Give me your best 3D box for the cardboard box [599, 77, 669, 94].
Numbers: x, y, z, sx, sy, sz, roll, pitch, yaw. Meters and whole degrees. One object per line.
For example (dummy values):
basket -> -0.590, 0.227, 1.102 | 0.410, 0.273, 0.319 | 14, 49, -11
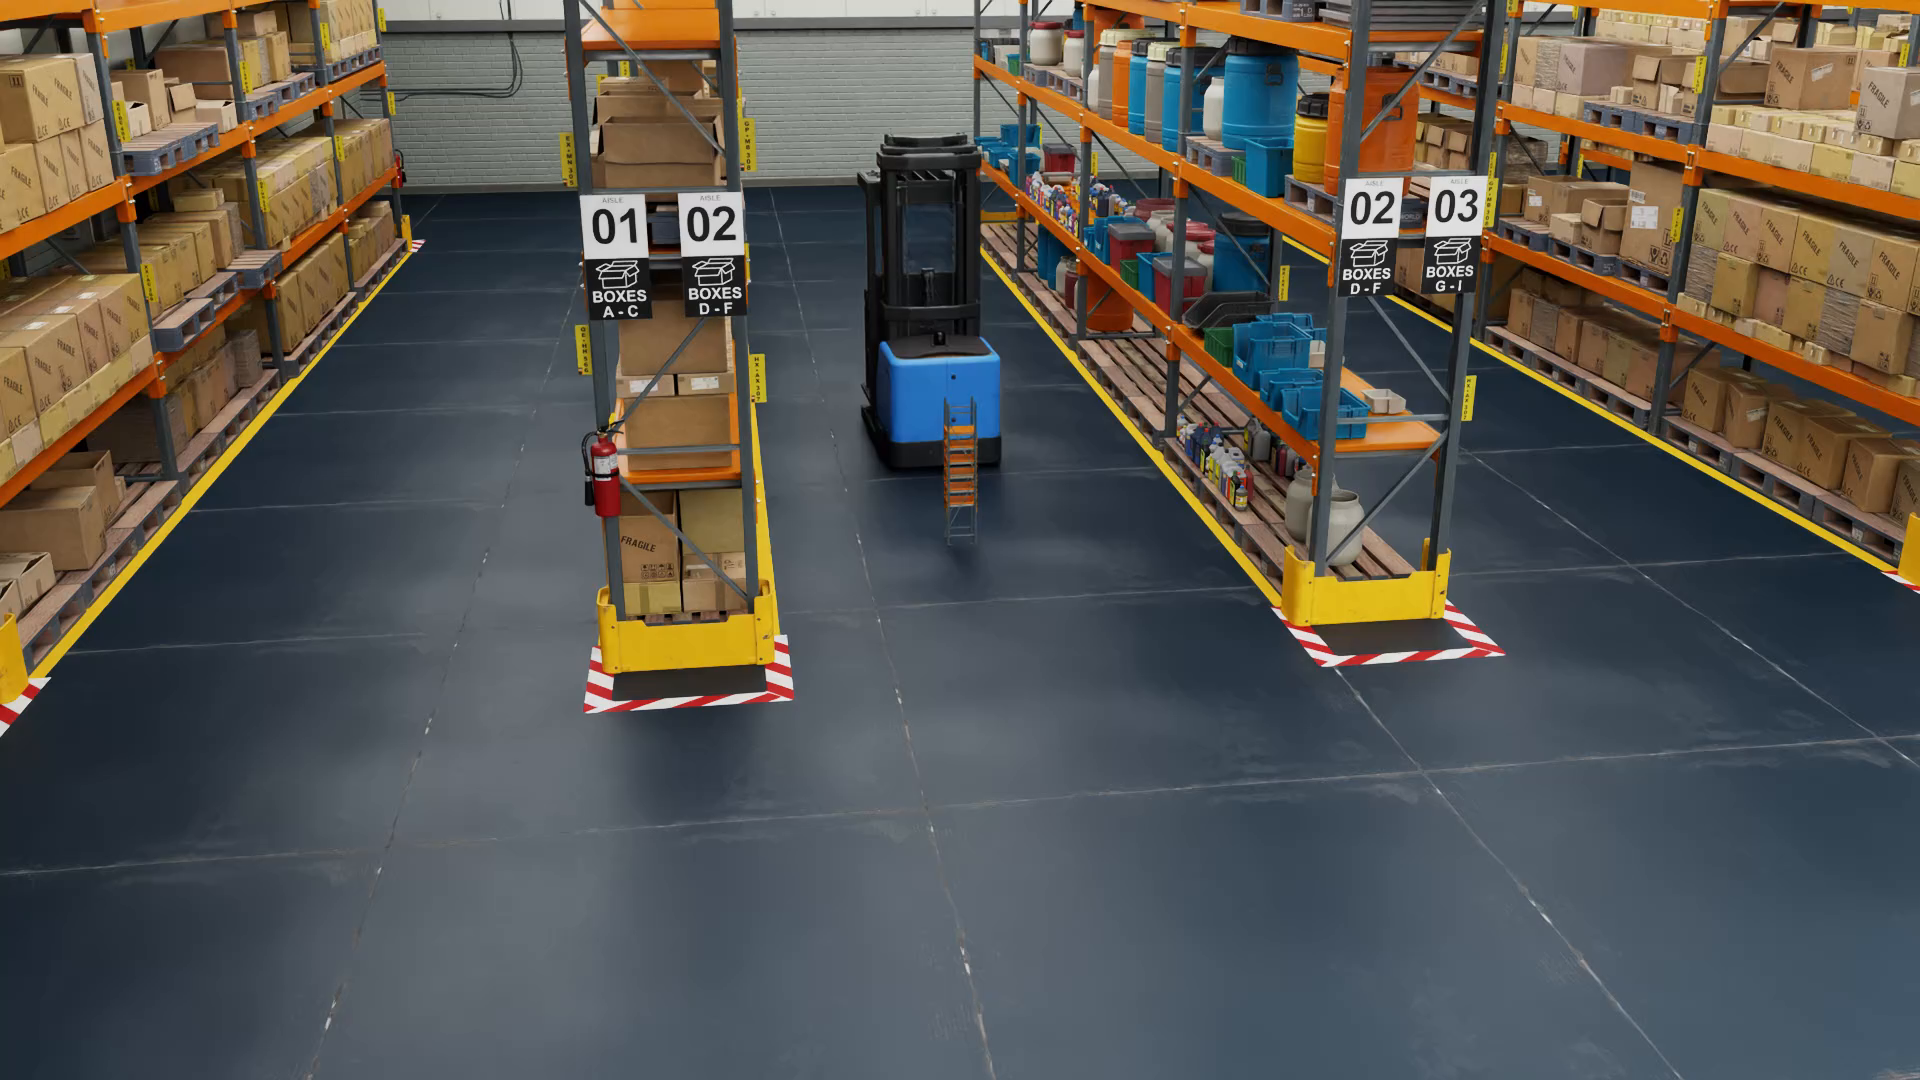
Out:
cardboard box -> -2.643, -3.504, 13.581 | 0.500, 0.500, 0.500 | -1, 21, -3

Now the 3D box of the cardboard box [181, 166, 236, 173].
cardboard box -> -8.326, -3.982, 18.422 | 0.500, 0.250, 0.500 | -4, 21, -10

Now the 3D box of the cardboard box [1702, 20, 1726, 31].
cardboard box -> 10.803, -7.312, 23.648 | 0.380, 0.149, 0.250 | -4, 21, -10

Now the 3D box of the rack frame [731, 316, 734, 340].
rack frame -> -2.454, -1.978, 14.724 | 1.000, 3.000, 0.127 | -3, 21, -8

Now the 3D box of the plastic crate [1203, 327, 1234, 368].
plastic crate -> 2.364, -1.643, 14.130 | 0.450, 0.188, 0.662 | -3, 21, -8

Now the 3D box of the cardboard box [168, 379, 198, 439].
cardboard box -> -7.603, -1.192, 15.565 | 0.700, 0.500, 0.500 | -3, 21, -9

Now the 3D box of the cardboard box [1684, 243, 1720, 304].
cardboard box -> 7.353, -2.503, 15.564 | 0.875, 0.500, 0.500 | -3, 21, -8

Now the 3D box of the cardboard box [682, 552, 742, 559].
cardboard box -> -1.811, 0.129, 12.414 | 0.500, 0.250, 0.500 | -3, 21, -8

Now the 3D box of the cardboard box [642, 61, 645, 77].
cardboard box -> -2.609, -4.272, 15.123 | 0.500, 0.500, 0.500 | -1, 21, -3

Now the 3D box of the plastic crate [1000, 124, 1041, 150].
plastic crate -> 0.951, -6.319, 26.212 | 0.616, 0.435, 0.499 | -3, 21, -8

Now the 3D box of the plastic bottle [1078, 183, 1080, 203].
plastic bottle -> 1.635, -4.600, 21.816 | 0.144, 0.351, 0.185 | -3, 21, -8

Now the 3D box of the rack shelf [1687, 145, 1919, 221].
rack shelf -> 7.637, -2.852, 13.806 | 1.077, 0.370, 4.000 | -3, 21, -8

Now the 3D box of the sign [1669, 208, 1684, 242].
sign -> 6.800, -2.989, 15.778 | 0.100, 0.325, 0.005 | -3, 21, -8

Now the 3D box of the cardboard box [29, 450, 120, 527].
cardboard box -> -7.167, -0.404, 13.456 | 0.500, 0.500, 0.500 | -4, 21, -12

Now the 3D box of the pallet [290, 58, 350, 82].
pallet -> -8.617, -6.144, 21.719 | 1.003, 0.211, 1.213 | -3, 21, -8

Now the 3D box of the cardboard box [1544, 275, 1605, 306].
cardboard box -> 6.985, -2.834, 18.888 | 0.500, 0.250, 0.500 | -1, 20, -2

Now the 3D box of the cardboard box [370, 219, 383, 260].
cardboard box -> -8.740, -4.322, 23.975 | 0.700, 0.500, 0.500 | -4, 21, -10

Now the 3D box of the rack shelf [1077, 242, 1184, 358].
rack shelf -> 2.159, -2.582, 17.370 | 1.077, 0.370, 4.000 | -3, 21, -8

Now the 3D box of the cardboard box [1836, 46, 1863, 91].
cardboard box -> 11.276, -5.886, 20.757 | 0.500, 0.500, 0.500 | -3, 21, -8

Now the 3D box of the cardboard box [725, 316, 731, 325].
cardboard box -> -1.942, -1.623, 12.703 | 0.380, 0.149, 0.250 | -3, 21, -7

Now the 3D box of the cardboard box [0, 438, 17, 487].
cardboard box -> -6.535, -0.466, 10.862 | 0.500, 0.250, 0.500 | -4, 21, -9

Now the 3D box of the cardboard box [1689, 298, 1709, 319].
cardboard box -> 7.106, -2.182, 15.629 | 0.380, 0.149, 0.250 | -3, 21, -8

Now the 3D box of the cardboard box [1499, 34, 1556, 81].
cardboard box -> 6.613, -5.719, 19.706 | 0.797, 0.503, 0.637 | -2, 21, -5

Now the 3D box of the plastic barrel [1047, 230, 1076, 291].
plastic barrel -> 1.458, -3.775, 21.936 | 0.600, 0.901, 0.708 | -3, 21, -8

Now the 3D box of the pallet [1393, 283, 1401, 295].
pallet -> 6.382, -3.676, 23.257 | 1.003, 0.211, 1.213 | -3, 21, -8

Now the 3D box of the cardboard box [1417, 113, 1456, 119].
cardboard box -> 6.296, -5.542, 22.691 | 0.797, 0.503, 0.637 | -3, 21, -9

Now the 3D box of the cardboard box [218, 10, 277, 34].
cardboard box -> -8.512, -6.195, 19.884 | 0.500, 0.250, 0.500 | -1, 21, -4

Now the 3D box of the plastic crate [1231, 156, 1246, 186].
plastic crate -> 2.406, -2.972, 13.403 | 0.336, 0.188, 0.450 | -3, 21, -8

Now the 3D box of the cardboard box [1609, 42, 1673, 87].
cardboard box -> 7.230, -5.045, 17.793 | 0.500, 0.500, 0.500 | -3, 21, -7

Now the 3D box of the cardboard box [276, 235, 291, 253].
cardboard box -> -7.733, -3.313, 18.629 | 0.380, 0.149, 0.250 | -2, 21, -6

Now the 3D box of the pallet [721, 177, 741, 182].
pallet -> -2.133, -2.626, 12.299 | 1.003, 0.211, 1.213 | -3, 21, -8

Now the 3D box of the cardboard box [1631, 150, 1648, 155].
cardboard box -> 10.625, -6.153, 25.334 | 0.500, 0.500, 0.500 | -3, 21, -8

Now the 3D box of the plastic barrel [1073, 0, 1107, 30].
plastic barrel -> 1.692, -6.250, 20.558 | 0.600, 0.901, 0.708 | -3, 21, -8

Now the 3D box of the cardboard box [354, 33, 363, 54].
cardboard box -> -8.561, -6.860, 22.979 | 0.500, 0.250, 0.500 | -4, 21, -9

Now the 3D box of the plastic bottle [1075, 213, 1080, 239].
plastic bottle -> 1.391, -3.675, 19.436 | 0.061, 0.283, 0.133 | -3, 21, -8

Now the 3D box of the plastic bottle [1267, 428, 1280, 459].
plastic bottle -> 2.854, -0.917, 15.040 | 0.144, 0.351, 0.185 | -4, 21, -10

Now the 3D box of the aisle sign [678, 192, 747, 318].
aisle sign -> -1.565, -1.803, 10.542 | 0.394, 0.787, 0.004 | -3, 21, -8

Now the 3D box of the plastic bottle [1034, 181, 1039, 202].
plastic bottle -> 1.027, -4.588, 21.897 | 0.097, 0.271, 0.097 | 0, 20, 0

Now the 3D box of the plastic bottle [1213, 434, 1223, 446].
plastic bottle -> 2.294, -0.810, 14.868 | 0.097, 0.271, 0.097 | 0, 20, 0

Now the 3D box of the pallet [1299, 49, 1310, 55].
pallet -> 5.737, -7.738, 25.987 | 1.003, 0.211, 1.213 | -3, 21, -8

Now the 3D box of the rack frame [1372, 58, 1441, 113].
rack frame -> 6.196, -5.246, 23.475 | 1.000, 3.000, 0.127 | -3, 21, -8

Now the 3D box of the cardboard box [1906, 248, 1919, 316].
cardboard box -> 7.602, -1.924, 12.583 | 0.500, 0.500, 0.500 | -3, 21, -8

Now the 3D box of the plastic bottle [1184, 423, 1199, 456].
plastic bottle -> 2.134, -0.913, 15.139 | 0.152, 0.276, 0.135 | -2, 21, -6

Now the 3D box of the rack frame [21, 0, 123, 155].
rack frame -> -7.356, -4.537, 13.002 | 1.000, 3.000, 0.127 | -3, 21, -8

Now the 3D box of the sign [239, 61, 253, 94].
sign -> -7.395, -4.786, 17.216 | 0.100, 0.325, 0.005 | -3, 21, -8

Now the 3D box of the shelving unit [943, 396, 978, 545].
shelving unit -> 0.002, -0.557, 13.493 | 0.258, 1.200, 0.189 | -3, 21, -8

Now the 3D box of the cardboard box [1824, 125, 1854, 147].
cardboard box -> 7.387, -3.333, 13.709 | 0.380, 0.149, 0.250 | -2, 21, -6

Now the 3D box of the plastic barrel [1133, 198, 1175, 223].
plastic barrel -> 2.238, -3.530, 18.685 | 0.600, 0.536, 0.708 | -3, 21, -8

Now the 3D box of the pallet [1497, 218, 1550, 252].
pallet -> 6.981, -3.530, 19.154 | 1.213, 0.211, 1.003 | -3, 21, -8

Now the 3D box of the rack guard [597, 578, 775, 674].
rack guard -> -1.874, 0.586, 11.431 | 1.175, 0.500, 0.348 | -3, 21, -8

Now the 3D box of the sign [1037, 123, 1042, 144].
sign -> 1.260, -6.491, 26.575 | 0.100, 0.325, 0.005 | -3, 21, -8

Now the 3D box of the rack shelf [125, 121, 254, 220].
rack shelf -> -7.644, -3.487, 15.507 | 1.077, 0.370, 4.000 | -3, 21, -8

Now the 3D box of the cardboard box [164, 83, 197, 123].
cardboard box -> -7.837, -4.121, 15.999 | 0.797, 0.503, 0.637 | 0, 20, 0

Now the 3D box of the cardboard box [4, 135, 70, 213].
cardboard box -> -6.861, -2.660, 12.092 | 0.500, 0.500, 0.500 | -4, 21, -10

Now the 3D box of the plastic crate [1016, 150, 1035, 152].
plastic crate -> 1.042, -5.911, 25.547 | 0.396, 0.136, 0.243 | -3, 21, -8

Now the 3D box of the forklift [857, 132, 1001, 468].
forklift -> -0.392, -2.517, 16.267 | 1.130, 2.935, 3.031 | -4, 21, -10

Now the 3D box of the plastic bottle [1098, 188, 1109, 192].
plastic bottle -> 1.849, -4.390, 21.360 | 0.152, 0.276, 0.135 | -3, 21, -8

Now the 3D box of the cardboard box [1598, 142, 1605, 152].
cardboard box -> 10.501, -6.335, 26.749 | 0.380, 0.149, 0.250 | -2, 21, -5
